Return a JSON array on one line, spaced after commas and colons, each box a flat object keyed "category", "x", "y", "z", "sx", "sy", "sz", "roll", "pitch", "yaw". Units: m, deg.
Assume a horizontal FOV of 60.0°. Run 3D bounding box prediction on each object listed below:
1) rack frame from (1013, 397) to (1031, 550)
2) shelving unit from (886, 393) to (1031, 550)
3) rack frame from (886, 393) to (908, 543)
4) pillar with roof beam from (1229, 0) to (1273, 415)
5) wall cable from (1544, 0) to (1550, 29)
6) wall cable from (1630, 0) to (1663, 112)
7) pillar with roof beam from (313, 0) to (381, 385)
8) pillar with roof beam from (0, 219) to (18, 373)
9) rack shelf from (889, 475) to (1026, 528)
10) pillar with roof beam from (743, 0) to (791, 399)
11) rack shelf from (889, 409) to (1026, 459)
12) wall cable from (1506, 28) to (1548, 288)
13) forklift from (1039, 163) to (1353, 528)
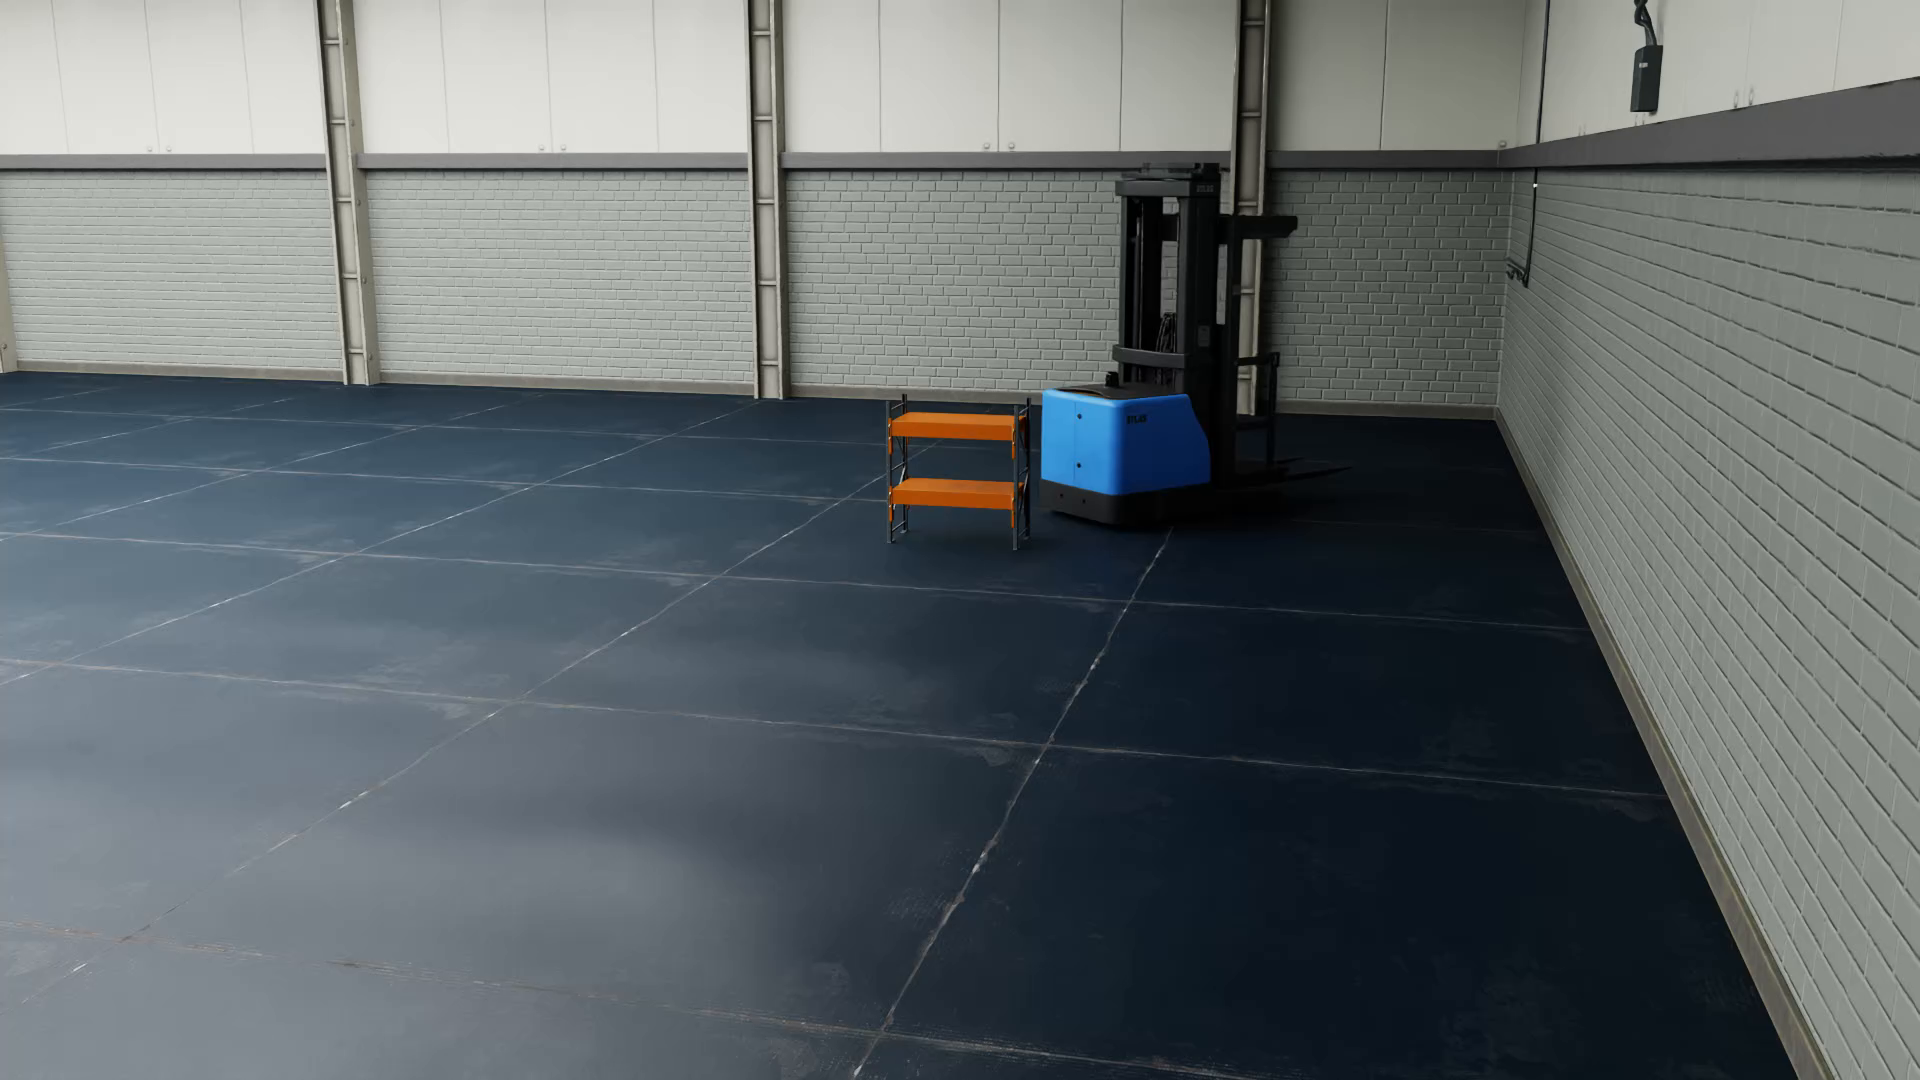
[{"category": "rack frame", "x": 0.487, "y": -0.523, "z": 12.995, "sx": 0.032, "sy": 1.125, "sz": 0.500, "roll": 3, "pitch": 13, "yaw": 14}, {"category": "shelving unit", "x": -0.007, "y": -0.549, "z": 13.113, "sx": 1.048, "sy": 1.125, "sz": 0.538, "roll": 3, "pitch": 13, "yaw": 14}, {"category": "rack frame", "x": -0.500, "y": -0.576, "z": 13.232, "sx": 0.032, "sy": 1.125, "sz": 0.500, "roll": 3, "pitch": 13, "yaw": 14}, {"category": "pillar with roof beam", "x": 2.362, "y": -5.029, "z": 15.127, "sx": 0.400, "sy": 9.000, "sz": 9.100, "roll": 3, "pitch": 13, "yaw": 14}, {"category": "wall cable", "x": 5.289, "y": -5.885, "z": 14.490, "sx": 0.112, "sy": 2.526, "sz": 3.097, "roll": 3, "pitch": 13, "yaw": 14}, {"category": "wall cable", "x": 3.647, "y": -5.168, "z": 7.902, "sx": 0.169, "sy": 6.003, "sz": 2.305, "roll": 3, "pitch": 13, "yaw": 14}, {"category": "pillar with roof beam", "x": -9.288, "y": -5.652, "z": 17.934, "sx": 0.400, "sy": 9.000, "sz": 9.100, "roll": 3, "pitch": 13, "yaw": 14}, {"category": "pillar with roof beam", "x": -15.113, "y": -5.964, "z": 19.337, "sx": 0.400, "sy": 9.000, "sz": 9.100, "roll": 3, "pitch": 13, "yaw": 14}, {"category": "rack shelf", "x": -0.007, "y": -0.311, "z": 13.166, "sx": 1.000, "sy": 0.278, "sz": 0.538, "roll": 3, "pitch": 13, "yaw": 14}, {"category": "pillar with roof beam", "x": -3.463, "y": -5.341, "z": 16.530, "sx": 0.400, "sy": 9.000, "sz": 9.100, "roll": 3, "pitch": 13, "yaw": 14}, {"category": "rack shelf", "x": -0.007, "y": -0.835, "z": 13.050, "sx": 1.000, "sy": 0.278, "sz": 0.538, "roll": 3, "pitch": 13, "yaw": 14}, {"category": "wall cable", "x": 5.937, "y": -3.988, "z": 17.601, "sx": 0.112, "sy": 2.526, "sz": 3.097, "roll": 3, "pitch": 13, "yaw": 14}, {"category": "forklift", "x": 2.177, "y": -1.757, "z": 14.387, "sx": 3.031, "sy": 2.935, "sz": 1.130, "roll": -9, "pitch": 15, "yaw": -34}]
